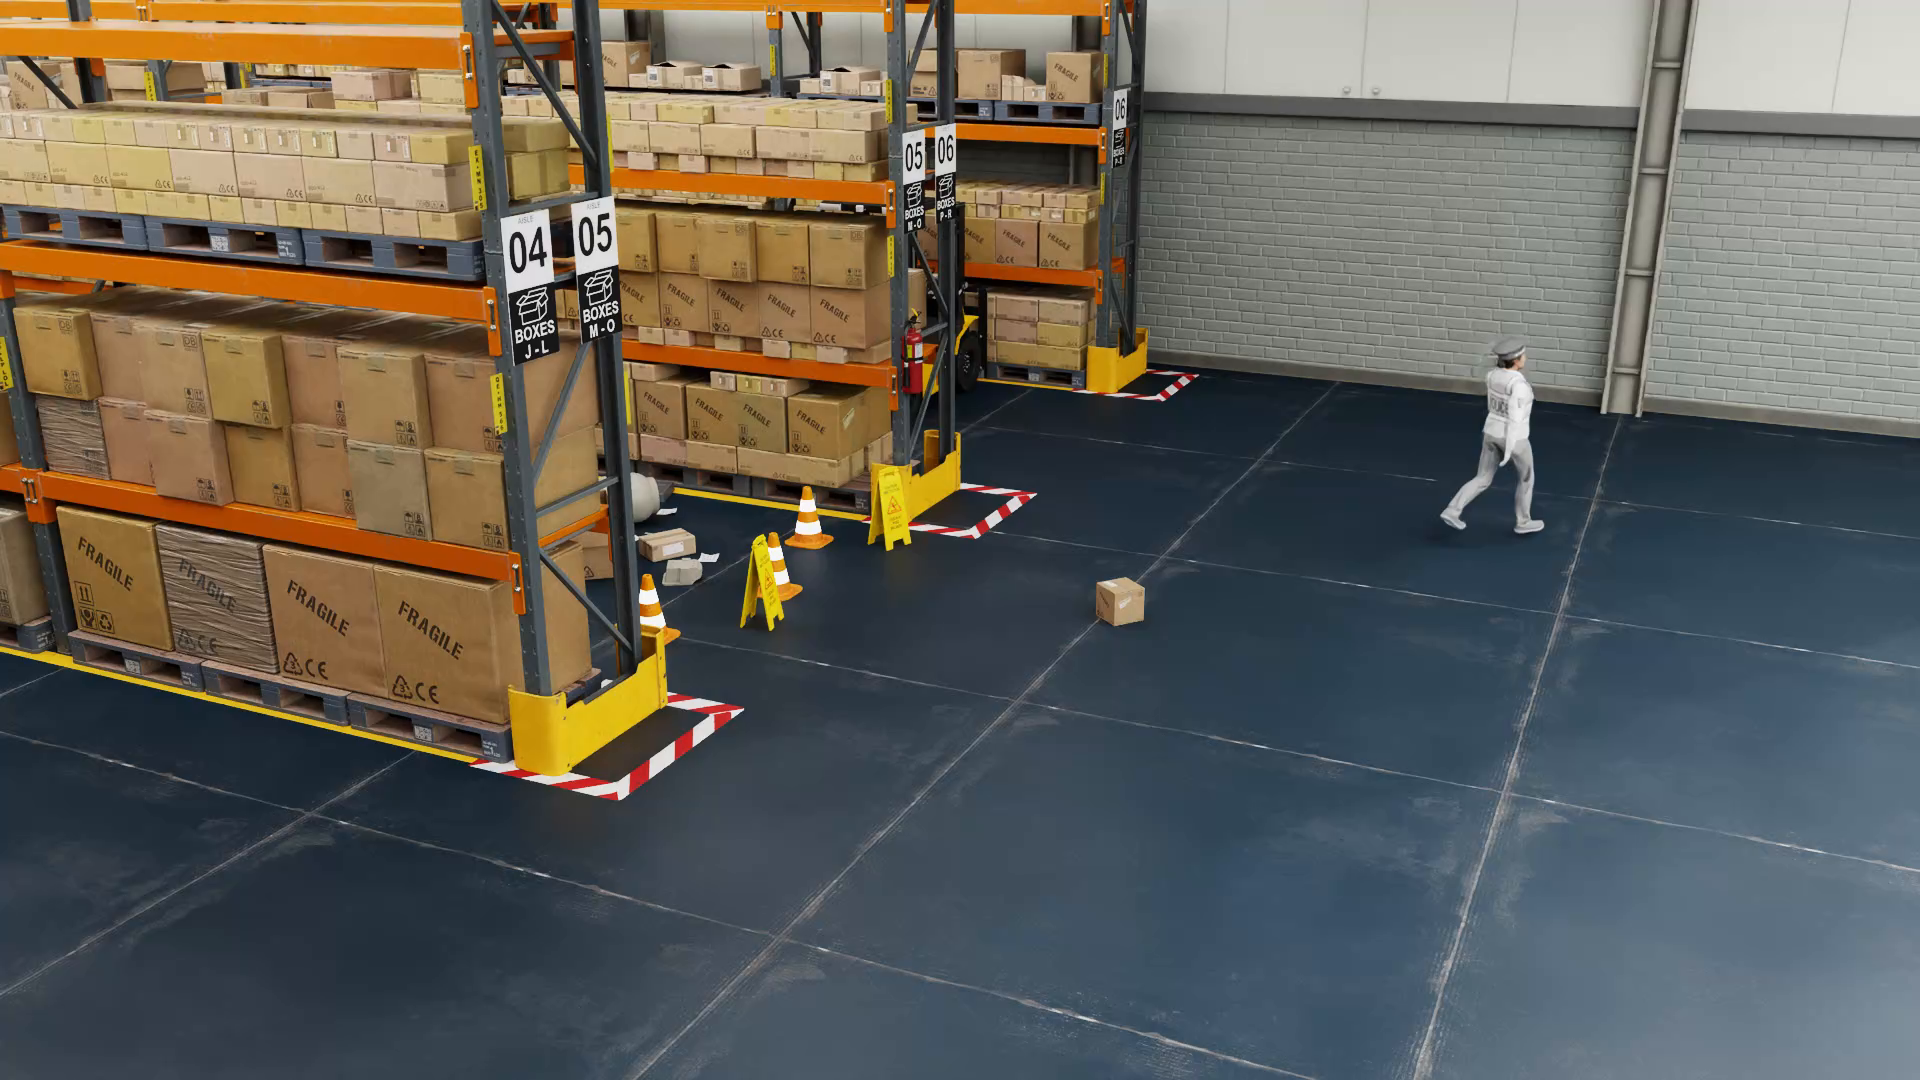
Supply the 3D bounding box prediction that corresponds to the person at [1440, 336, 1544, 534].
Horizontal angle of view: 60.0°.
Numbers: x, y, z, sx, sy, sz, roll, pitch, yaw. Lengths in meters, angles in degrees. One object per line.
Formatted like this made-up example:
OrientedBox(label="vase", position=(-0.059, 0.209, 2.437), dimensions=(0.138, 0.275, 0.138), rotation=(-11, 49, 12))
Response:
OrientedBox(label="person", position=(4.371, -0.832, 13.395), dimensions=(0.936, 1.646, 0.477), rotation=(-9, 21, -24))
